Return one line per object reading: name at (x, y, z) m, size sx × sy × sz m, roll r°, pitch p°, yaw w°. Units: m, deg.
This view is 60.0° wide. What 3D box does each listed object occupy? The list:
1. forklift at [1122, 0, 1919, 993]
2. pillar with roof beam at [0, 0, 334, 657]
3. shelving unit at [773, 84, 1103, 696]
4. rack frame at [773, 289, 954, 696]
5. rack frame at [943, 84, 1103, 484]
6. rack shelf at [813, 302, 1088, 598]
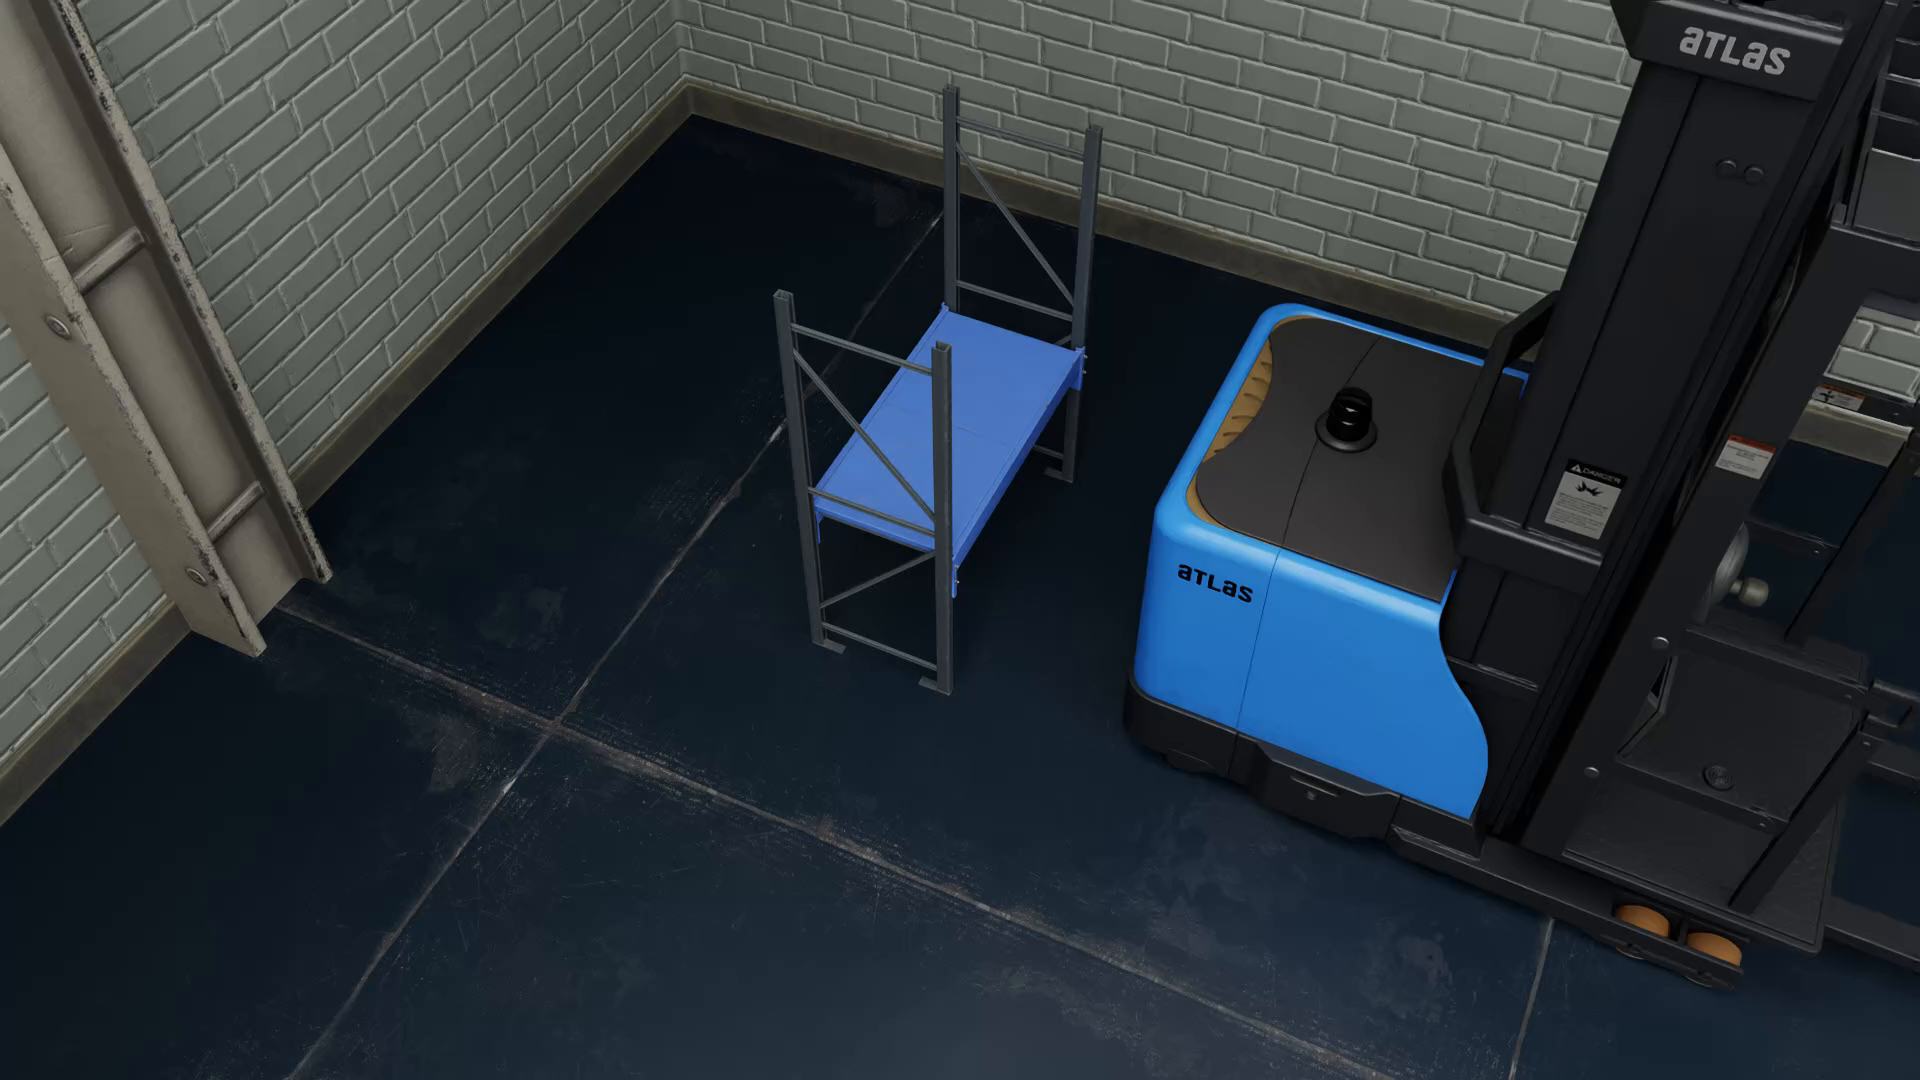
forklift at (2.061, -0.161, 3.963) m, size 3.031 × 2.935 × 1.130 m, roll 20°, pitch 53°, yaw 16°
pillar with roof beam at (1.543, -1.318, 0.963) m, size 9.100 × 9.000 × 0.400 m, roll 20°, pitch 52°, yaw 16°
shelving unit at (-0.036, -0.427, 5.129) m, size 0.538 × 1.500 × 1.048 m, roll 20°, pitch 52°, yaw 16°
rack frame at (-0.254, -0.077, 4.831) m, size 0.500 × 1.500 × 0.032 m, roll 20°, pitch 52°, yaw 16°
rack frame at (0.181, -0.777, 5.427) m, size 0.500 × 1.500 × 0.032 m, roll 20°, pitch 52°, yaw 16°
rack shelf at (-0.036, -0.311, 5.266) m, size 0.538 × 0.185 × 1.000 m, roll 20°, pitch 52°, yaw 16°
